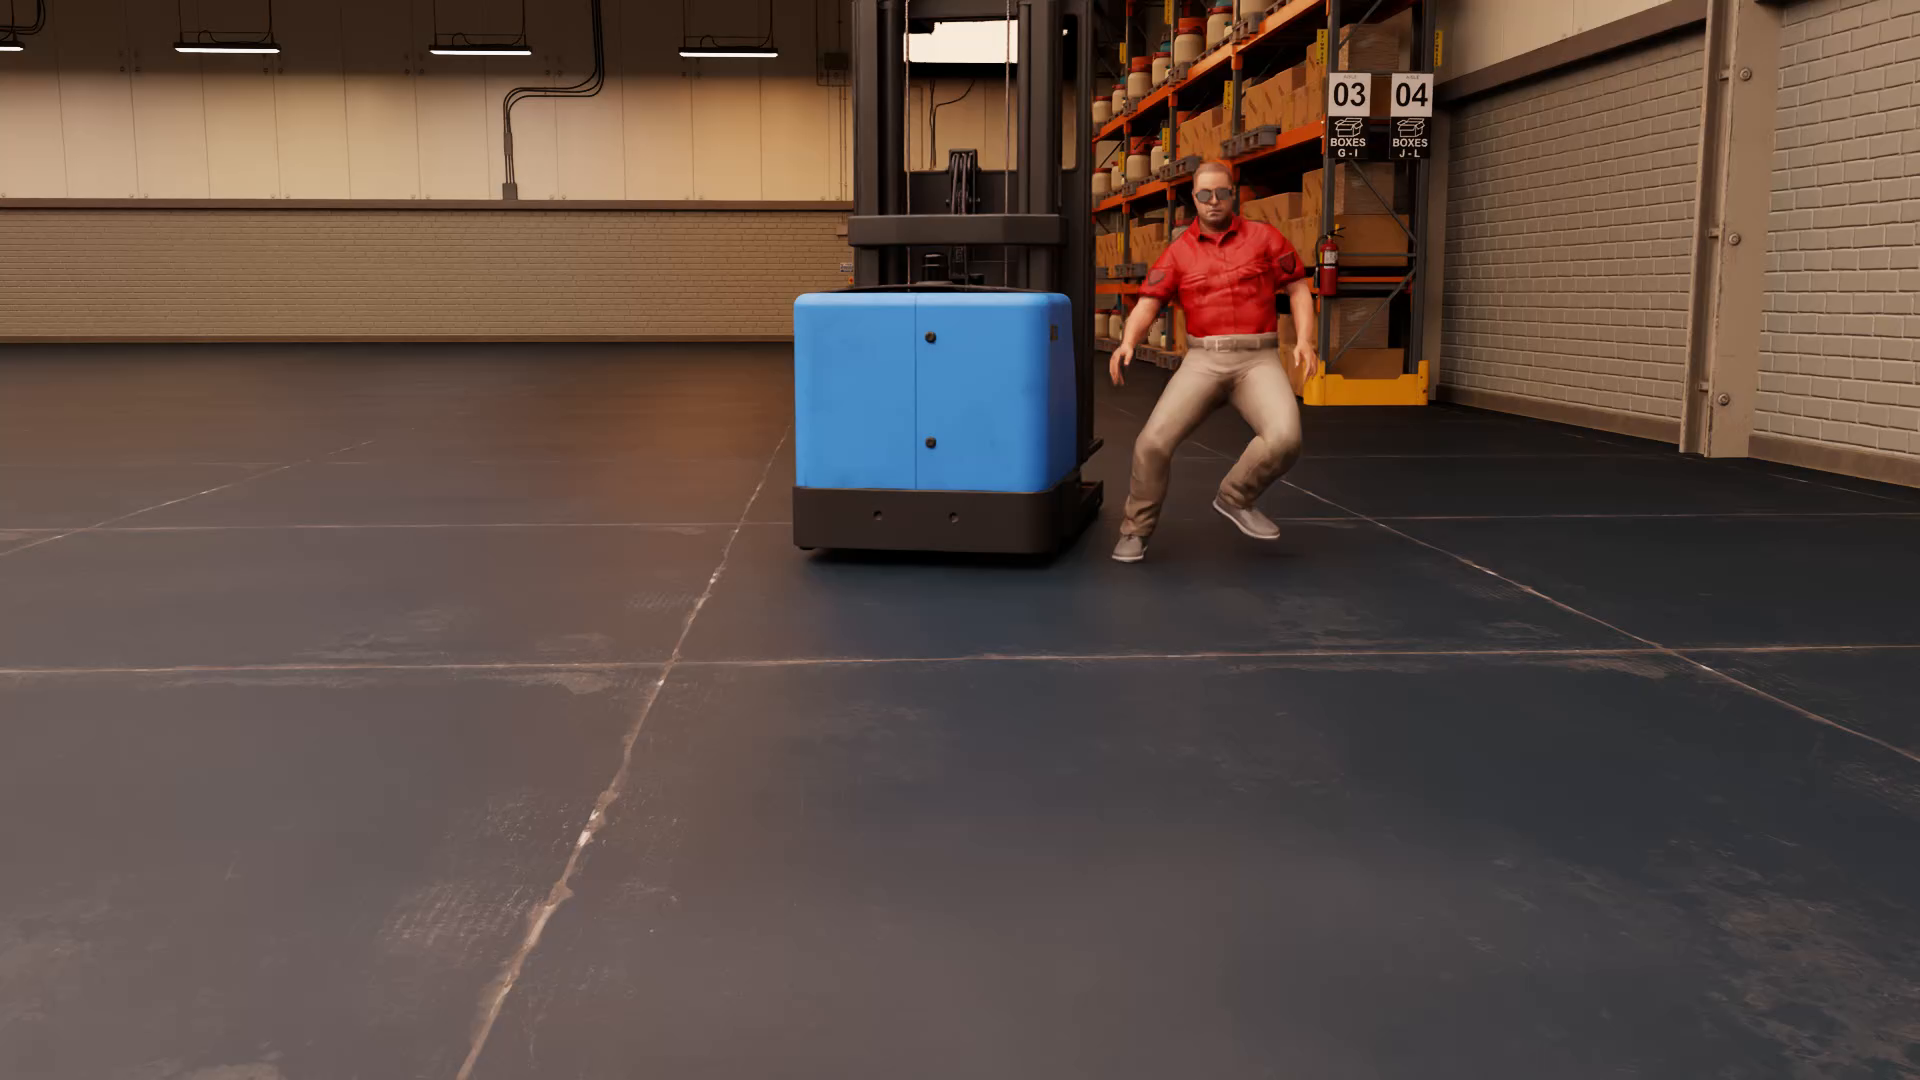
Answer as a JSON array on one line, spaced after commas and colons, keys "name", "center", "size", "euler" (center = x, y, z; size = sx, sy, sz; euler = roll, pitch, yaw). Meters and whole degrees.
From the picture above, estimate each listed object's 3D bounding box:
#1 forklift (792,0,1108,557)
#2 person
[{"name": "forklift", "center": [0.100, -1.555, 7.804], "size": [1.130, 2.935, 3.031], "euler": [2, 9, 10]}, {"name": "person", "center": [1.021, -0.703, 6.627], "size": [0.794, 1.593, 0.620], "euler": [2, 9, 14]}]
